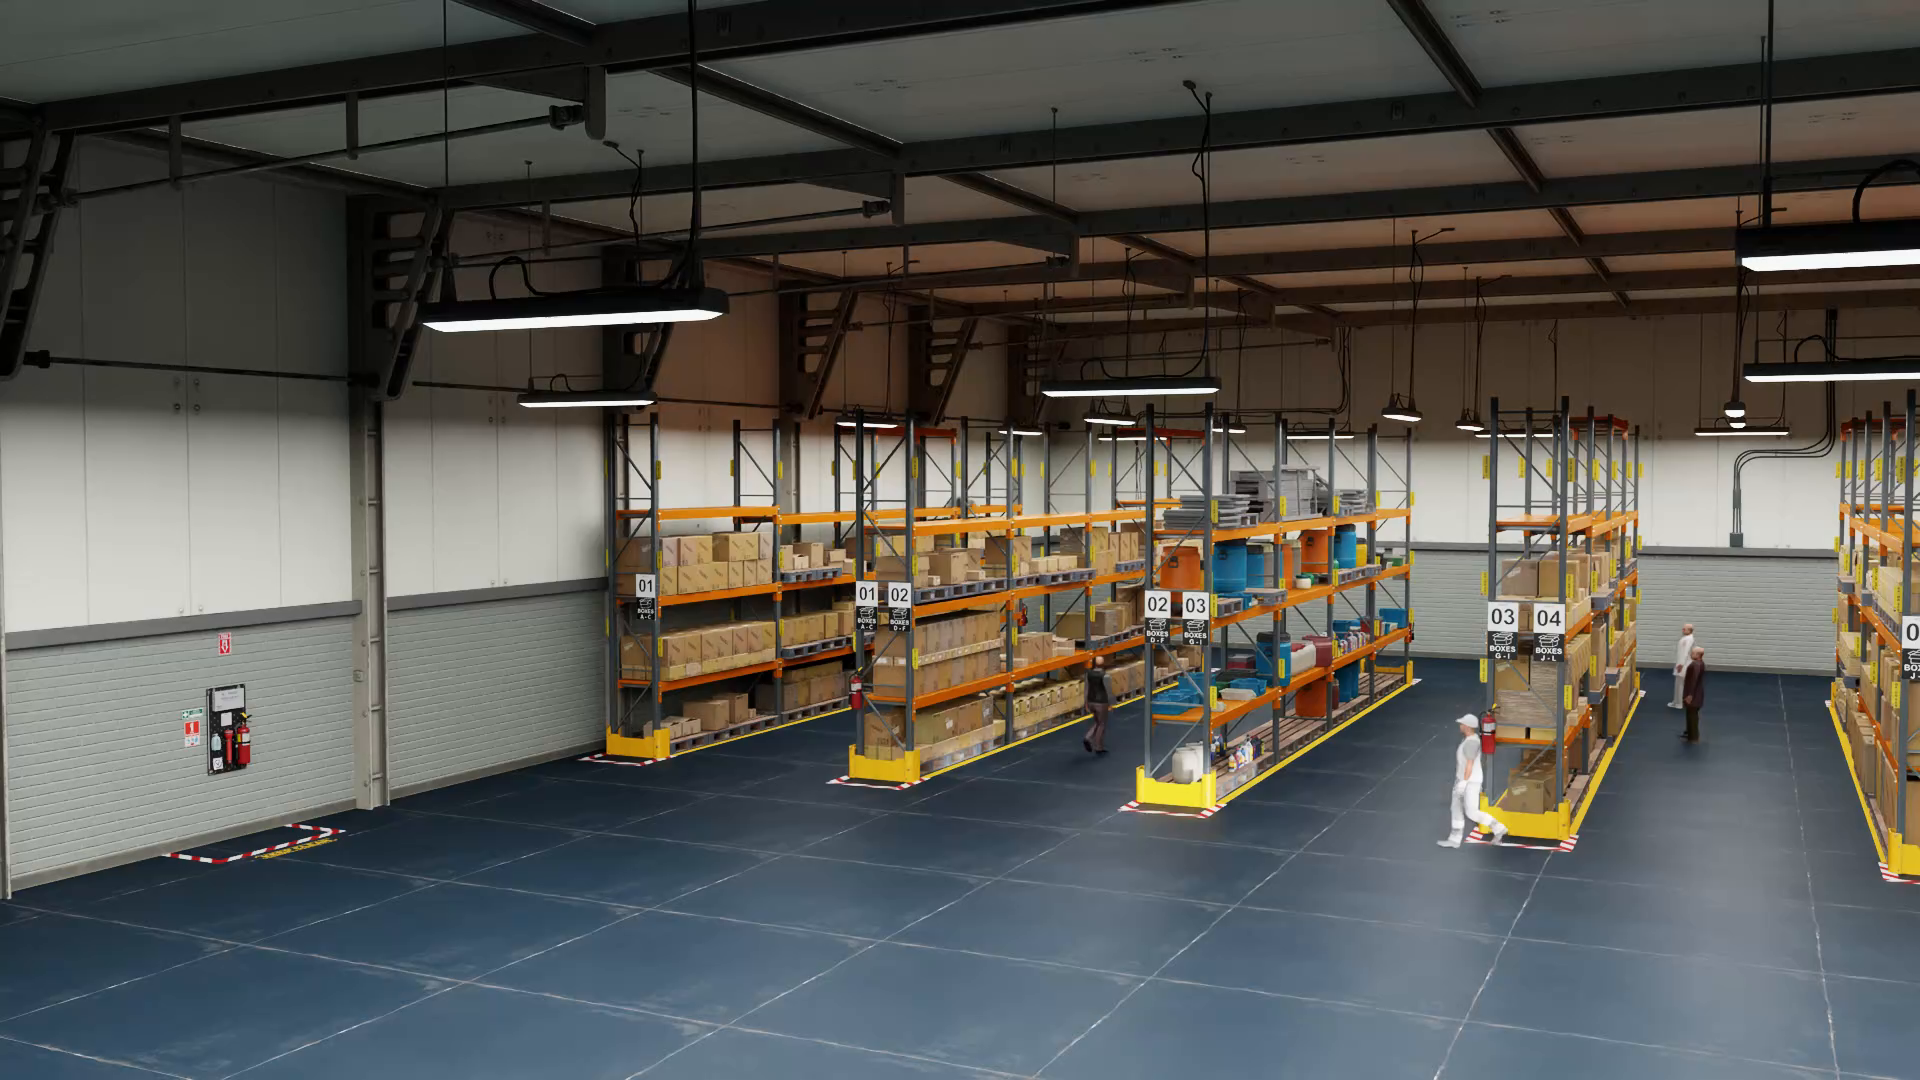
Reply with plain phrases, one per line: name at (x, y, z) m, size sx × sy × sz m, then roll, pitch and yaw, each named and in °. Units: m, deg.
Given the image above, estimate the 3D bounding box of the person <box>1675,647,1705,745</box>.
person at (13.367, 2.831, 30.532) m, size 0.571 × 1.774 × 0.637 m, roll -2°, pitch 3°, yaw -42°

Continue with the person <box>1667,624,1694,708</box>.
person at (15.169, 2.646, 34.964) m, size 0.512 × 1.782 × 0.627 m, roll 2°, pitch 3°, yaw 37°

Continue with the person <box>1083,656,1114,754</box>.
person at (2.439, 2.898, 29.219) m, size 0.481 × 1.714 × 0.512 m, roll -1°, pitch 3°, yaw -30°

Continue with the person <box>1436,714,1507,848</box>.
person at (6.754, 3.187, 21.922) m, size 0.859 × 1.780 × 0.501 m, roll 0°, pitch 2°, yaw -1°
